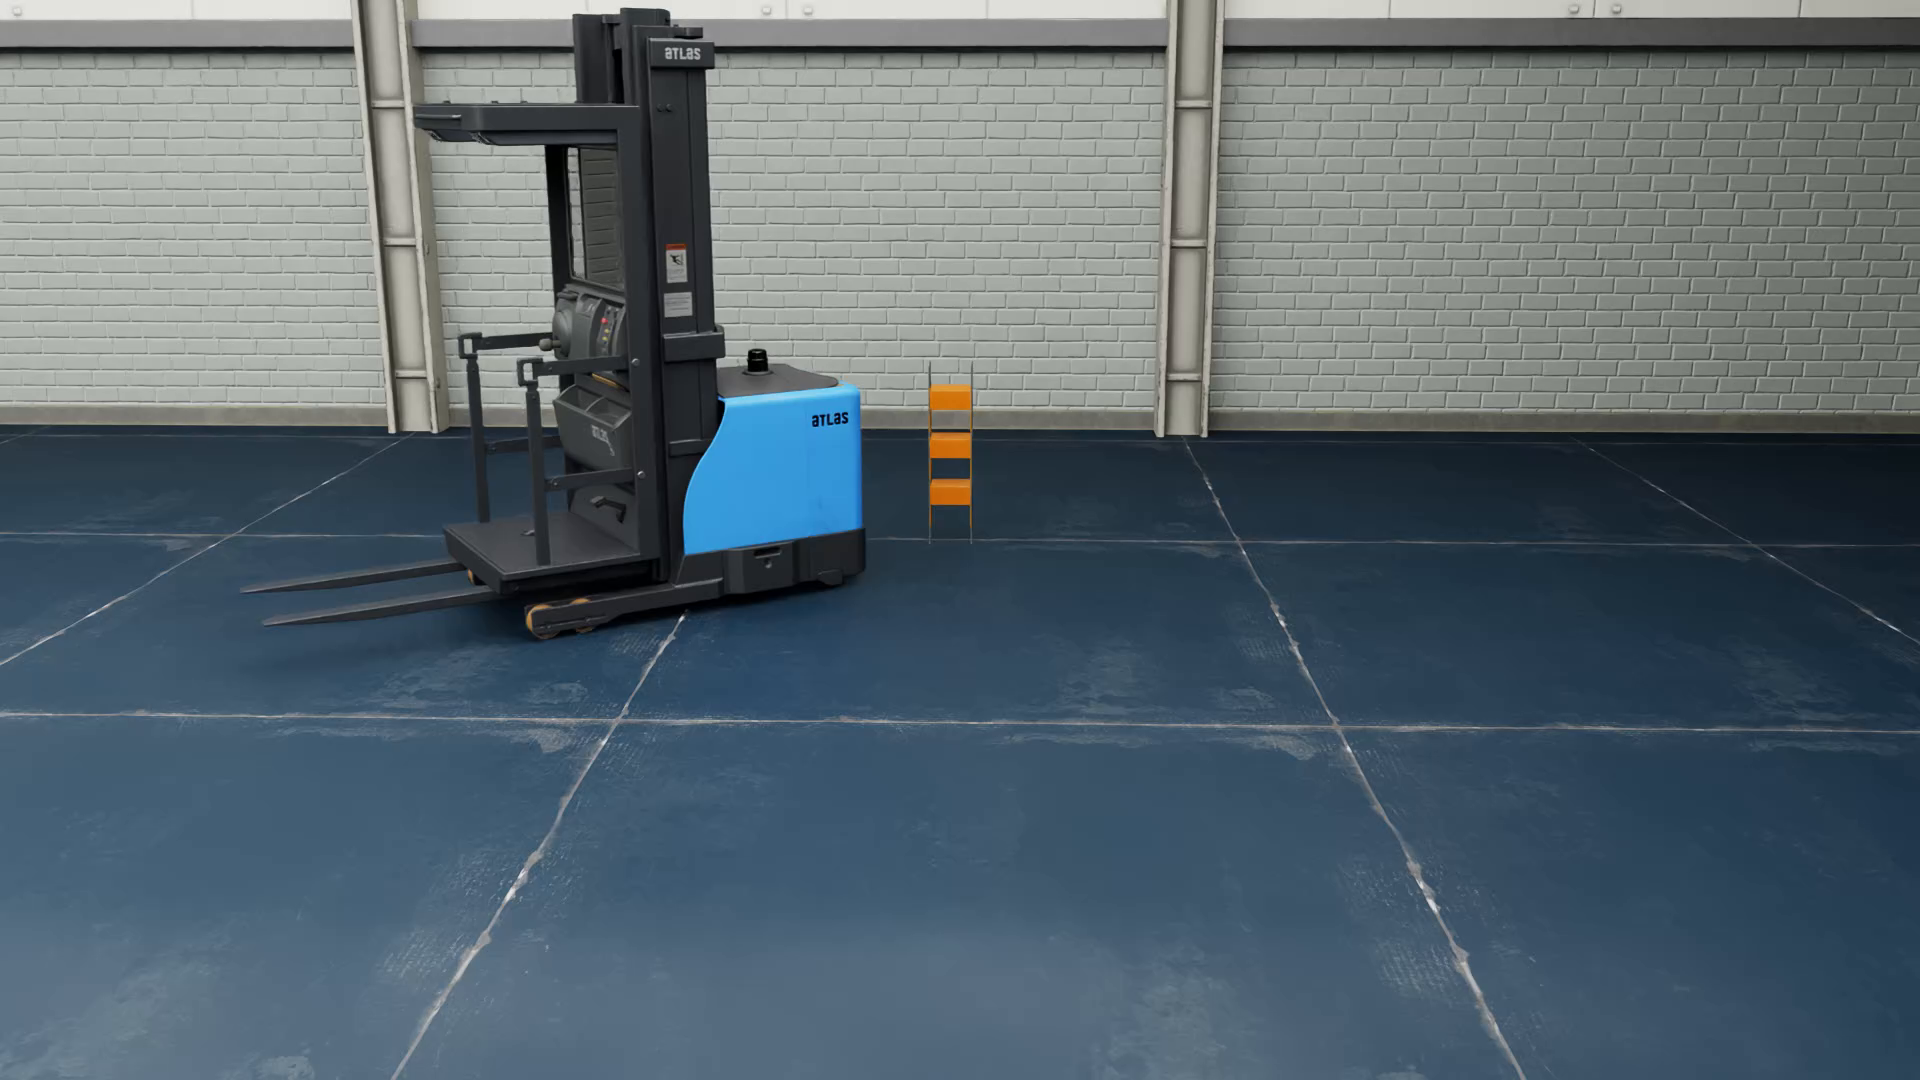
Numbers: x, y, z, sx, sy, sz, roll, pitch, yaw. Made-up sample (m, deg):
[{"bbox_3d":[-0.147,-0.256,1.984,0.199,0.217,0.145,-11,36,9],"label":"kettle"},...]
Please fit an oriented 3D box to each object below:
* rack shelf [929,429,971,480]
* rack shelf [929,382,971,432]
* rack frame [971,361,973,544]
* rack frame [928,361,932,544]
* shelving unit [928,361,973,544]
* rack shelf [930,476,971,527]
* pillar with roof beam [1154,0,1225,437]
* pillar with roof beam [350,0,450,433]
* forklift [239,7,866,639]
[{"bbox_3d":[-0.053,-0.498,9.710,0.240,0.259,0.215,0,15,1],"label":"rack shelf"},{"bbox_3d":[-0.053,-0.772,9.638,0.240,0.259,0.215,0,15,1],"label":"rack shelf"},{"bbox_3d":[0.068,-0.507,9.704,0.008,1.050,0.200,0,15,1],"label":"rack frame"},{"bbox_3d":[-0.175,-0.509,9.710,0.008,1.050,0.200,0,15,1],"label":"rack frame"},{"bbox_3d":[-0.053,-0.508,9.707,0.252,1.050,0.215,0,15,1],"label":"shelving unit"},{"bbox_3d":[-0.053,-0.229,9.781,0.240,0.259,0.215,0,15,1],"label":"rack shelf"},{"bbox_3d":[1.615,-4.090,7.701,0.400,9.000,9.100,0,15,1],"label":"pillar with roof beam"},{"bbox_3d":[-4.383,-4.129,7.849,0.400,9.000,9.100,0,15,1],"label":"pillar with roof beam"},{"bbox_3d":[-2.031,-1.092,8.235,3.031,2.935,1.130,-9,17,-31],"label":"forklift"}]
